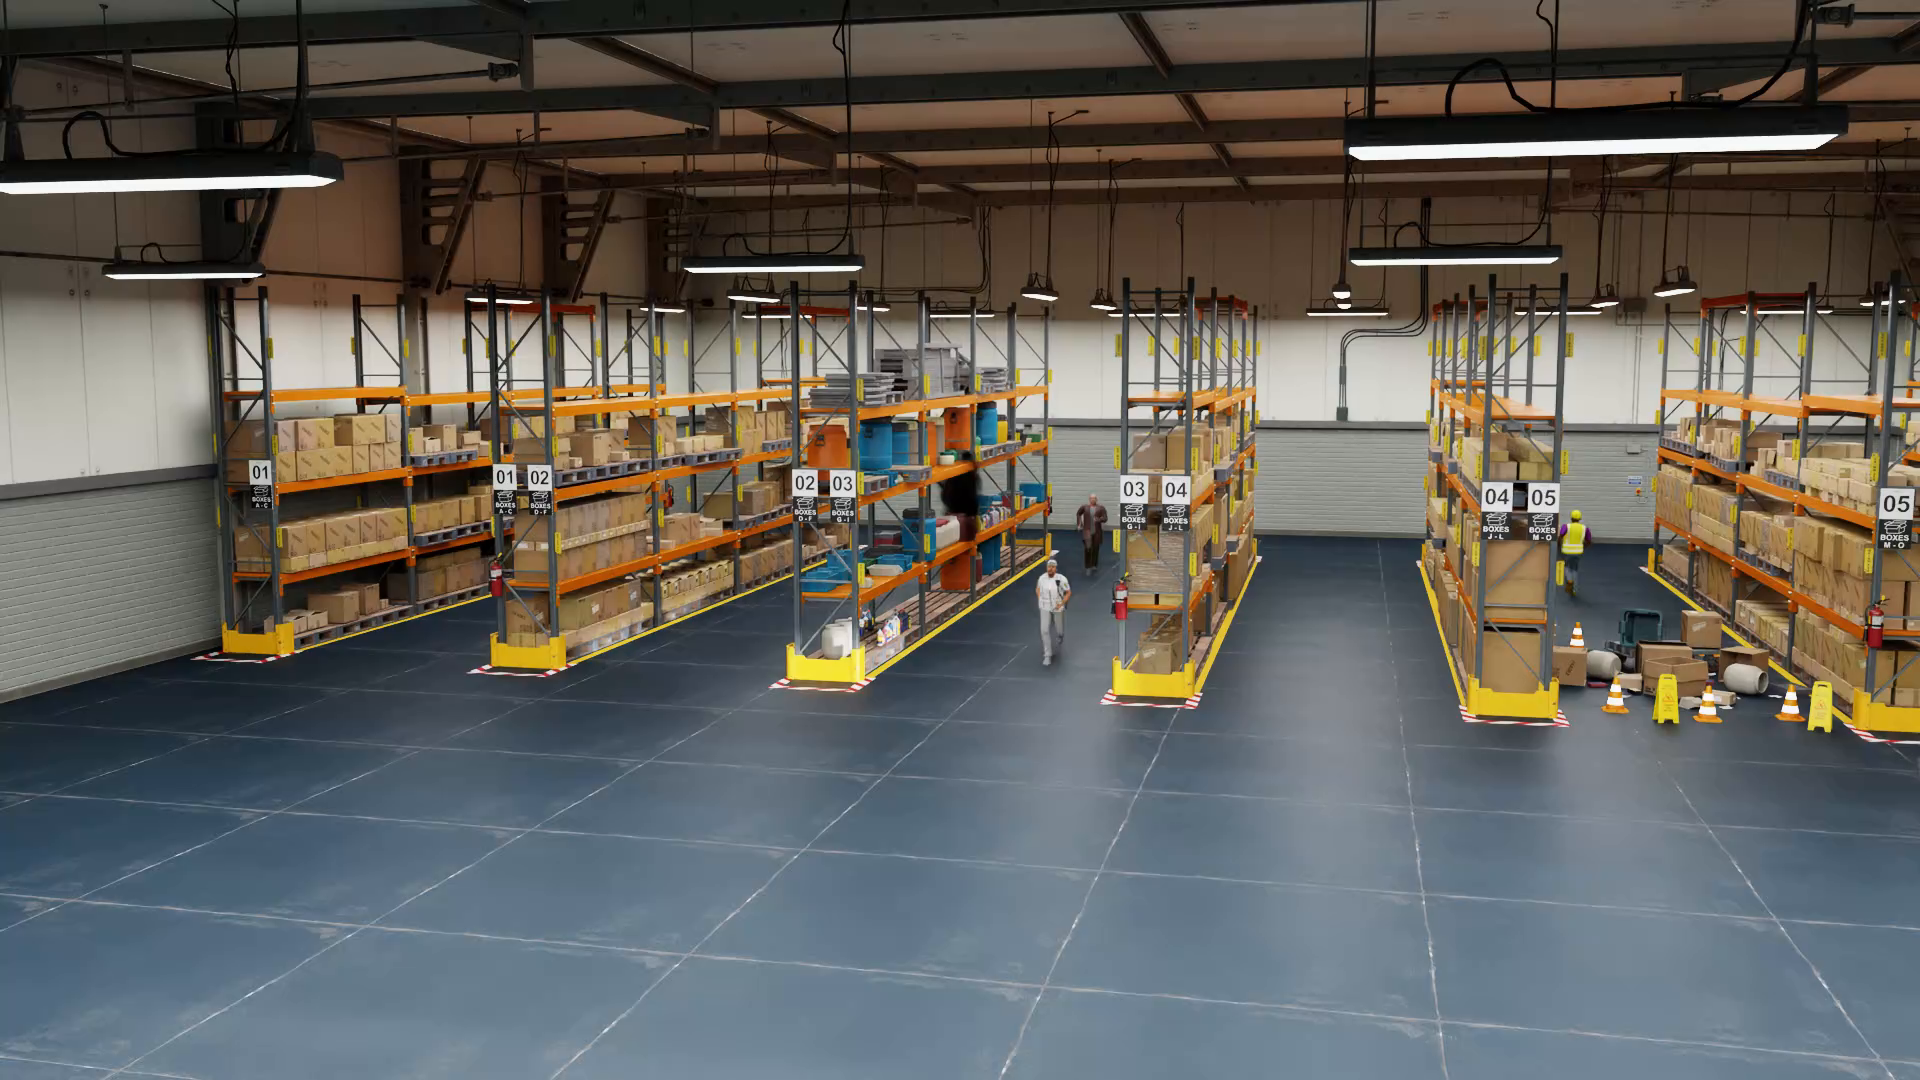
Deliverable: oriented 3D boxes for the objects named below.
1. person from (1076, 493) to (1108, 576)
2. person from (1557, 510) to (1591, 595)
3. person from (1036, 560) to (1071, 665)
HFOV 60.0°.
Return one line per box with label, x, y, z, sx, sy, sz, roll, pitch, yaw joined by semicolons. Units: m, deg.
person;2.941;-0.118;36.961;0.669;1.849;0.834;0;7;-1
person;12.509;0.241;33.999;0.704;1.721;0.555;1;7;6
person;1.501;1.138;26.835;0.584;1.665;1.014;1;7;7
